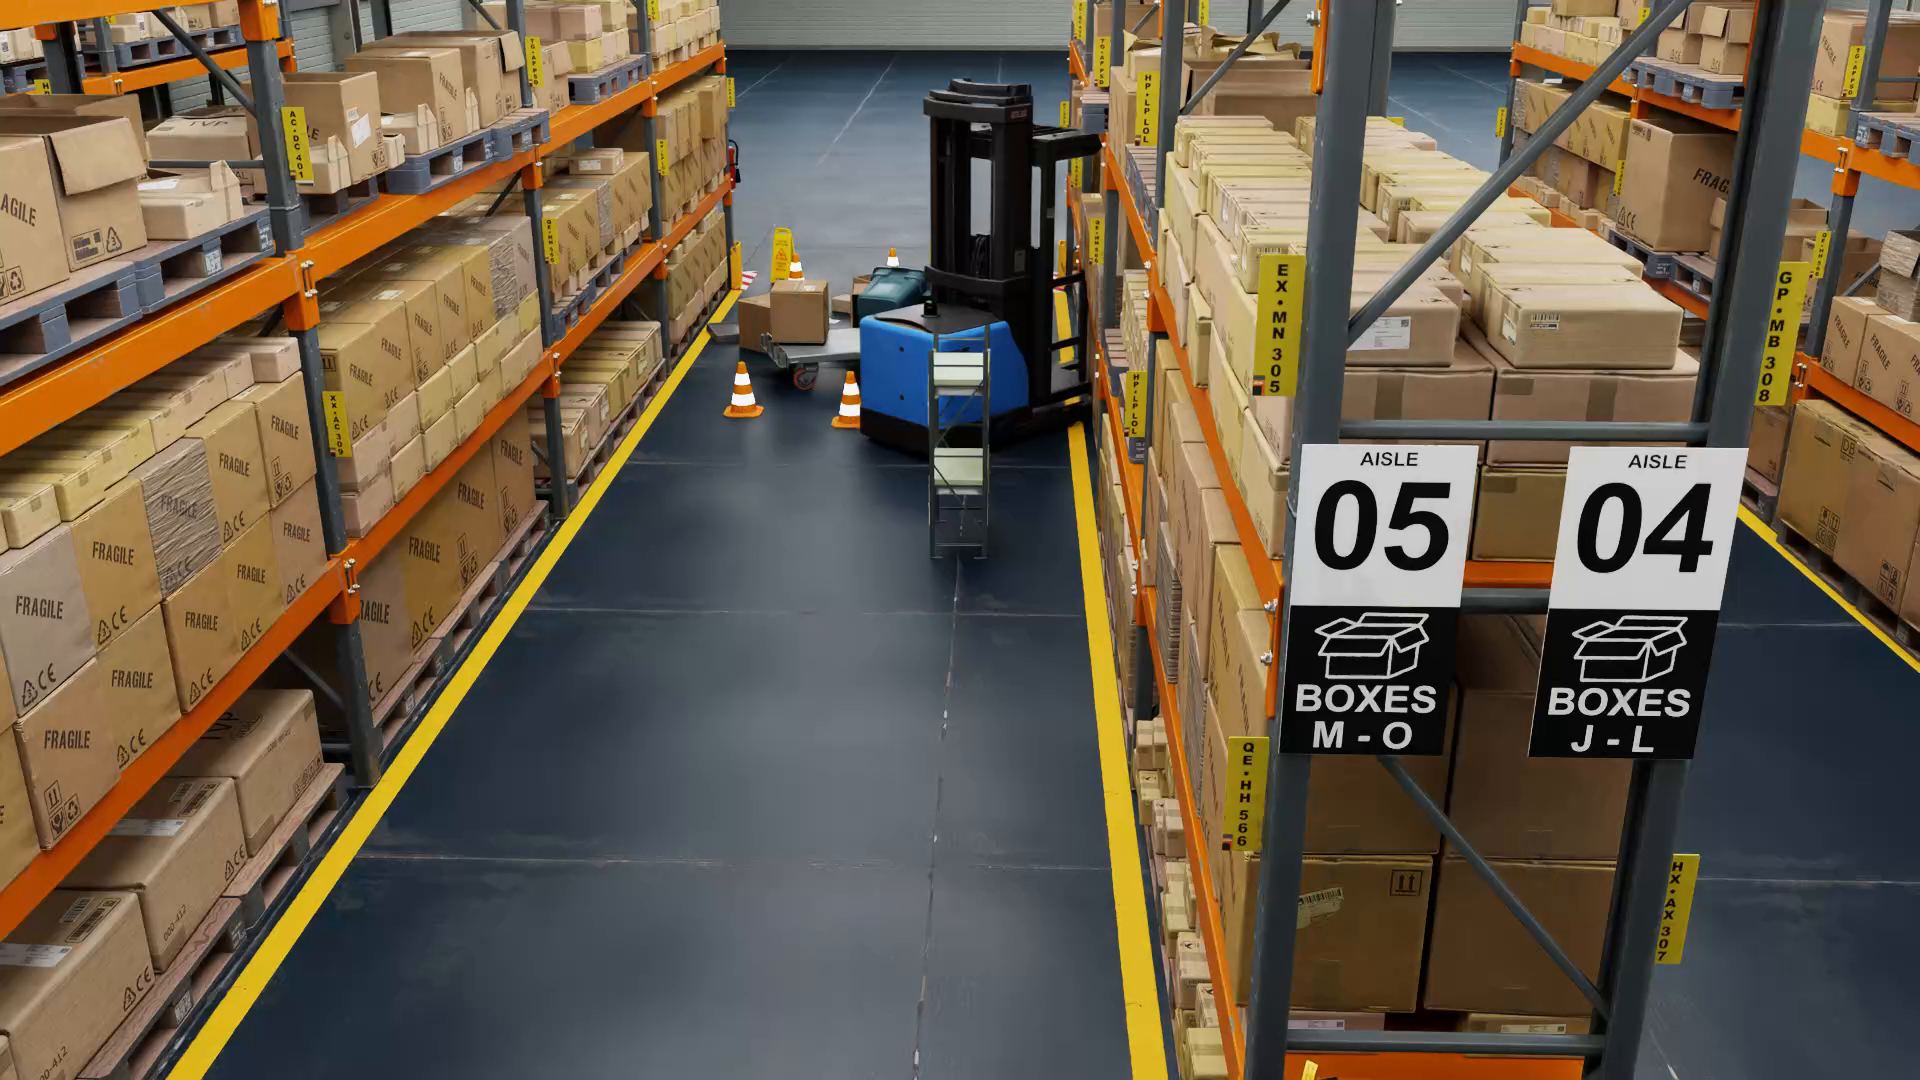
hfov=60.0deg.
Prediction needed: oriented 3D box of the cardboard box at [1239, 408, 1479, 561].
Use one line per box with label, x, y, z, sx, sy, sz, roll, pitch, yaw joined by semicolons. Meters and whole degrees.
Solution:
cardboard box;1.022;-0.153;4.338;0.500;0.250;0.500;0;21;0

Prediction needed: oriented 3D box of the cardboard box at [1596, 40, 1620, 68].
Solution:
cardboard box;6.372;-4.590;15.773;0.500;0.250;0.500;1;21;3

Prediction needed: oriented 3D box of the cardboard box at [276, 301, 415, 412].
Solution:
cardboard box;-3.268;-0.975;8.874;0.500;0.500;0.500;1;21;1

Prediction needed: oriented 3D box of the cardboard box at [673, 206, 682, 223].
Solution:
cardboard box;-3.007;-3.285;16.695;0.380;0.149;0.250;1;21;3

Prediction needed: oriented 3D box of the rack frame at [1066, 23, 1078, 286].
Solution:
rack frame;1.760;-4.443;19.332;1.000;3.000;0.127;1;21;2

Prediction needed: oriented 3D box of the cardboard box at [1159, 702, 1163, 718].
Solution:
cardboard box;1.177;0.874;8.167;0.380;0.149;0.250;1;21;4

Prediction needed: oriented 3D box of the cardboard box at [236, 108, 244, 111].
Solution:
cardboard box;-7.929;-4.780;18.756;0.380;0.149;0.250;1;21;2

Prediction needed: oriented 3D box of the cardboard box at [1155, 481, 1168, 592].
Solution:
cardboard box;1.120;0.066;7.162;0.500;0.500;0.500;1;21;2

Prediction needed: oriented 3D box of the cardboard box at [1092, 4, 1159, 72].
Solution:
cardboard box;1.289;-3.869;12.850;0.500;0.500;0.500;1;21;2

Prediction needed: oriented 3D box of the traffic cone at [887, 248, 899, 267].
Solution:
traffic cone;-0.795;-3.219;19.685;0.336;0.463;0.334;1;21;2

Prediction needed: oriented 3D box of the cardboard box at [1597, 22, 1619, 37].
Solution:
cardboard box;6.398;-4.920;16.072;0.380;0.149;0.250;1;21;4

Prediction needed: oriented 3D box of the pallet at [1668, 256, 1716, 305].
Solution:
pallet;6.490;-2.086;13.523;1.003;0.211;1.213;1;21;2

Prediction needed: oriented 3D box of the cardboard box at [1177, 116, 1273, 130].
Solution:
cardboard box;1.144;-1.749;7.207;0.380;0.149;0.250;0;21;1

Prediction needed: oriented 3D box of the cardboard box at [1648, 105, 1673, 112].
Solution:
cardboard box;6.874;-3.897;15.995;0.500;0.500;0.500;1;21;2

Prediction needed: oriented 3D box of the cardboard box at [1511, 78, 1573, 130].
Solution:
cardboard box;6.425;-4.807;18.340;0.500;0.500;0.500;1;21;2

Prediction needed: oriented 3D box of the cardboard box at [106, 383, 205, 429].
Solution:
cardboard box;-3.371;-0.546;6.873;0.380;0.149;0.250;0;21;1

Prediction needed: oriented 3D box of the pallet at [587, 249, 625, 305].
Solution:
pallet;-3.415;-2.195;13.804;1.003;0.211;1.213;1;21;2

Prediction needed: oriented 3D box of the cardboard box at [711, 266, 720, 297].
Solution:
cardboard box;-2.970;-2.892;18.556;0.500;0.250;0.500;1;21;2

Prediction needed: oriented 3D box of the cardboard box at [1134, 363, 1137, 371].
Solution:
cardboard box;1.263;-0.990;10.200;0.380;0.149;0.250;1;21;2

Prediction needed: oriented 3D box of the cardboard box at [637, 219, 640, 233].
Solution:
cardboard box;-3.078;-2.809;14.888;0.380;0.149;0.250;0;21;0

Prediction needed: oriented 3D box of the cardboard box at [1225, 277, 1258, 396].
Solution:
cardboard box;1.047;-0.573;4.729;0.500;0.250;0.500;0;21;0

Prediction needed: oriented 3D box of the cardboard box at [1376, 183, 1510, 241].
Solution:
cardboard box;1.587;-1.081;5.486;0.380;0.149;0.250;1;21;3

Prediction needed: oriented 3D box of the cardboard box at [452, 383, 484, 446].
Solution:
cardboard box;-3.209;-0.761;10.051;0.500;0.250;0.500;0;21;1

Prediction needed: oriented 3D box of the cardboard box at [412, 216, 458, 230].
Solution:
cardboard box;-3.694;-1.905;11.272;0.500;0.500;0.500;0;21;0

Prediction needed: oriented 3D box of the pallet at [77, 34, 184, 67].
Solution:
pallet;-8.274;-4.733;16.057;1.003;0.211;1.213;1;21;2

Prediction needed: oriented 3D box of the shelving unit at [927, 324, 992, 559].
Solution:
shelving unit;0.000;-0.702;11.764;0.431;1.500;0.755;1;21;2

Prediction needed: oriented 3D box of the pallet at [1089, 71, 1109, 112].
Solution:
pallet;1.514;-3.498;13.012;1.003;0.211;1.213;2;21;4

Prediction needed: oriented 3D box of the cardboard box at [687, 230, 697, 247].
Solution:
cardboard box;-2.942;-3.118;17.206;0.380;0.149;0.250;2;21;5

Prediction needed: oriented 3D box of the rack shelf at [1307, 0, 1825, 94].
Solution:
rack shelf;1.334;-1.841;5.332;1.077;0.370;4.000;1;21;2

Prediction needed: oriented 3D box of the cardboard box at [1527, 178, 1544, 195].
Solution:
cardboard box;6.431;-3.863;18.185;0.380;0.149;0.250;1;21;2

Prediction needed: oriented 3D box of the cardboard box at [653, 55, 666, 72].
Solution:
cardboard box;-2.992;-4.500;15.679;0.380;0.149;0.250;1;21;2

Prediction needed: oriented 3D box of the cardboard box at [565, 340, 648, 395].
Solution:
cardboard box;-3.345;-1.535;14.891;0.950;0.372;0.625;2;21;5

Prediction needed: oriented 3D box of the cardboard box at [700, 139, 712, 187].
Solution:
cardboard box;-2.971;-4.085;17.860;0.500;0.500;0.500;1;21;1

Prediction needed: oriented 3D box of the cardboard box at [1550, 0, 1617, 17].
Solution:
cardboard box;6.399;-5.634;17.016;0.500;0.500;0.500;1;21;1

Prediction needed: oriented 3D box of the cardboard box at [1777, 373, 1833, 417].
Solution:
cardboard box;6.461;-1.091;12.504;0.500;0.250;0.500;1;21;4

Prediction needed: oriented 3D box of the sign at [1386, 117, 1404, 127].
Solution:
sign;1.937;-1.740;7.505;0.100;0.325;0.005;1;21;2

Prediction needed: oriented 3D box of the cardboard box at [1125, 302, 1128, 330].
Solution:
cardboard box;1.295;-1.497;11.095;0.380;0.149;0.250;2;21;4

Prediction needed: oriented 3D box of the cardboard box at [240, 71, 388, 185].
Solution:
cardboard box;-3.239;-2.078;8.372;0.500;0.500;0.500;0;21;1

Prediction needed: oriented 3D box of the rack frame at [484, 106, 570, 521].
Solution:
rack frame;-3.434;-1.568;11.923;1.000;3.000;0.127;1;21;2

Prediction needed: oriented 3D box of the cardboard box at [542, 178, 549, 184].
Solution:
cardboard box;-3.662;-2.683;13.668;0.500;0.500;0.500;0;21;-1

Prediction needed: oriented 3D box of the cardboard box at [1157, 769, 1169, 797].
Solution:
cardboard box;1.146;1.111;7.969;0.380;0.149;0.250;1;21;2

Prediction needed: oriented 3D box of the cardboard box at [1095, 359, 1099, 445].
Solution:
cardboard box;1.648;-1.232;13.588;1.050;0.750;0.750;1;21;2

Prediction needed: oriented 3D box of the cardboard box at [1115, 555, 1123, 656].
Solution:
cardboard box;1.181;0.410;9.701;0.500;0.500;0.500;0;21;0

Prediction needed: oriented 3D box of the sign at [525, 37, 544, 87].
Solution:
sign;-2.880;-3.235;11.250;0.100;0.325;0.005;1;21;2

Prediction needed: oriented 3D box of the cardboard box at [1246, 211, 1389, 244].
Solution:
cardboard box;1.070;-0.897;5.012;0.380;0.149;0.250;0;21;0

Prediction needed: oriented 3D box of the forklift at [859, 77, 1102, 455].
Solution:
forklift;0.535;-2.478;14.364;1.130;2.935;3.031;19;28;41

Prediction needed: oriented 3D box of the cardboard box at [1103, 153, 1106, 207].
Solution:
cardboard box;1.615;-3.144;14.463;0.700;0.500;0.500;0;21;1

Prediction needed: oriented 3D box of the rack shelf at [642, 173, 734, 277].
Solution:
rack shelf;-3.252;-3.402;17.645;1.077;0.370;4.000;1;21;2

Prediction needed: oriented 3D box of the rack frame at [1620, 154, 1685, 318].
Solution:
rack frame;6.593;-2.905;15.370;1.000;3.000;0.127;1;21;2

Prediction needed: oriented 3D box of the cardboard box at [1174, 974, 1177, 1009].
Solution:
cardboard box;1.049;1.814;6.569;0.380;0.149;0.250;1;21;3

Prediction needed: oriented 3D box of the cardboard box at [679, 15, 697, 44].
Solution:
cardboard box;-2.978;-5.188;16.901;0.500;0.250;0.500;1;21;2

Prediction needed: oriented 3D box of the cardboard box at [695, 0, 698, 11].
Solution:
cardboard box;-3.001;-5.712;17.701;0.380;0.149;0.250;1;21;2

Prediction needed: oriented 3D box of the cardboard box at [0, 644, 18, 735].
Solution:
cardboard box;-3.370;0.454;5.190;0.500;0.500;0.500;0;21;0

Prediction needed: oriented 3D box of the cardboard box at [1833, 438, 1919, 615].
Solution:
cardboard box;6.394;-0.093;10.478;1.225;0.875;0.875;1;21;2

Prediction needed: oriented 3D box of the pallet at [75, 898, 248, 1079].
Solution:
pallet;-3.692;1.895;6.854;1.003;0.211;1.213;1;21;2

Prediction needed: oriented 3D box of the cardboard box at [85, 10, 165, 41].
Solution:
cardboard box;-8.005;-4.965;15.936;0.500;0.311;0.500;1;21;3
